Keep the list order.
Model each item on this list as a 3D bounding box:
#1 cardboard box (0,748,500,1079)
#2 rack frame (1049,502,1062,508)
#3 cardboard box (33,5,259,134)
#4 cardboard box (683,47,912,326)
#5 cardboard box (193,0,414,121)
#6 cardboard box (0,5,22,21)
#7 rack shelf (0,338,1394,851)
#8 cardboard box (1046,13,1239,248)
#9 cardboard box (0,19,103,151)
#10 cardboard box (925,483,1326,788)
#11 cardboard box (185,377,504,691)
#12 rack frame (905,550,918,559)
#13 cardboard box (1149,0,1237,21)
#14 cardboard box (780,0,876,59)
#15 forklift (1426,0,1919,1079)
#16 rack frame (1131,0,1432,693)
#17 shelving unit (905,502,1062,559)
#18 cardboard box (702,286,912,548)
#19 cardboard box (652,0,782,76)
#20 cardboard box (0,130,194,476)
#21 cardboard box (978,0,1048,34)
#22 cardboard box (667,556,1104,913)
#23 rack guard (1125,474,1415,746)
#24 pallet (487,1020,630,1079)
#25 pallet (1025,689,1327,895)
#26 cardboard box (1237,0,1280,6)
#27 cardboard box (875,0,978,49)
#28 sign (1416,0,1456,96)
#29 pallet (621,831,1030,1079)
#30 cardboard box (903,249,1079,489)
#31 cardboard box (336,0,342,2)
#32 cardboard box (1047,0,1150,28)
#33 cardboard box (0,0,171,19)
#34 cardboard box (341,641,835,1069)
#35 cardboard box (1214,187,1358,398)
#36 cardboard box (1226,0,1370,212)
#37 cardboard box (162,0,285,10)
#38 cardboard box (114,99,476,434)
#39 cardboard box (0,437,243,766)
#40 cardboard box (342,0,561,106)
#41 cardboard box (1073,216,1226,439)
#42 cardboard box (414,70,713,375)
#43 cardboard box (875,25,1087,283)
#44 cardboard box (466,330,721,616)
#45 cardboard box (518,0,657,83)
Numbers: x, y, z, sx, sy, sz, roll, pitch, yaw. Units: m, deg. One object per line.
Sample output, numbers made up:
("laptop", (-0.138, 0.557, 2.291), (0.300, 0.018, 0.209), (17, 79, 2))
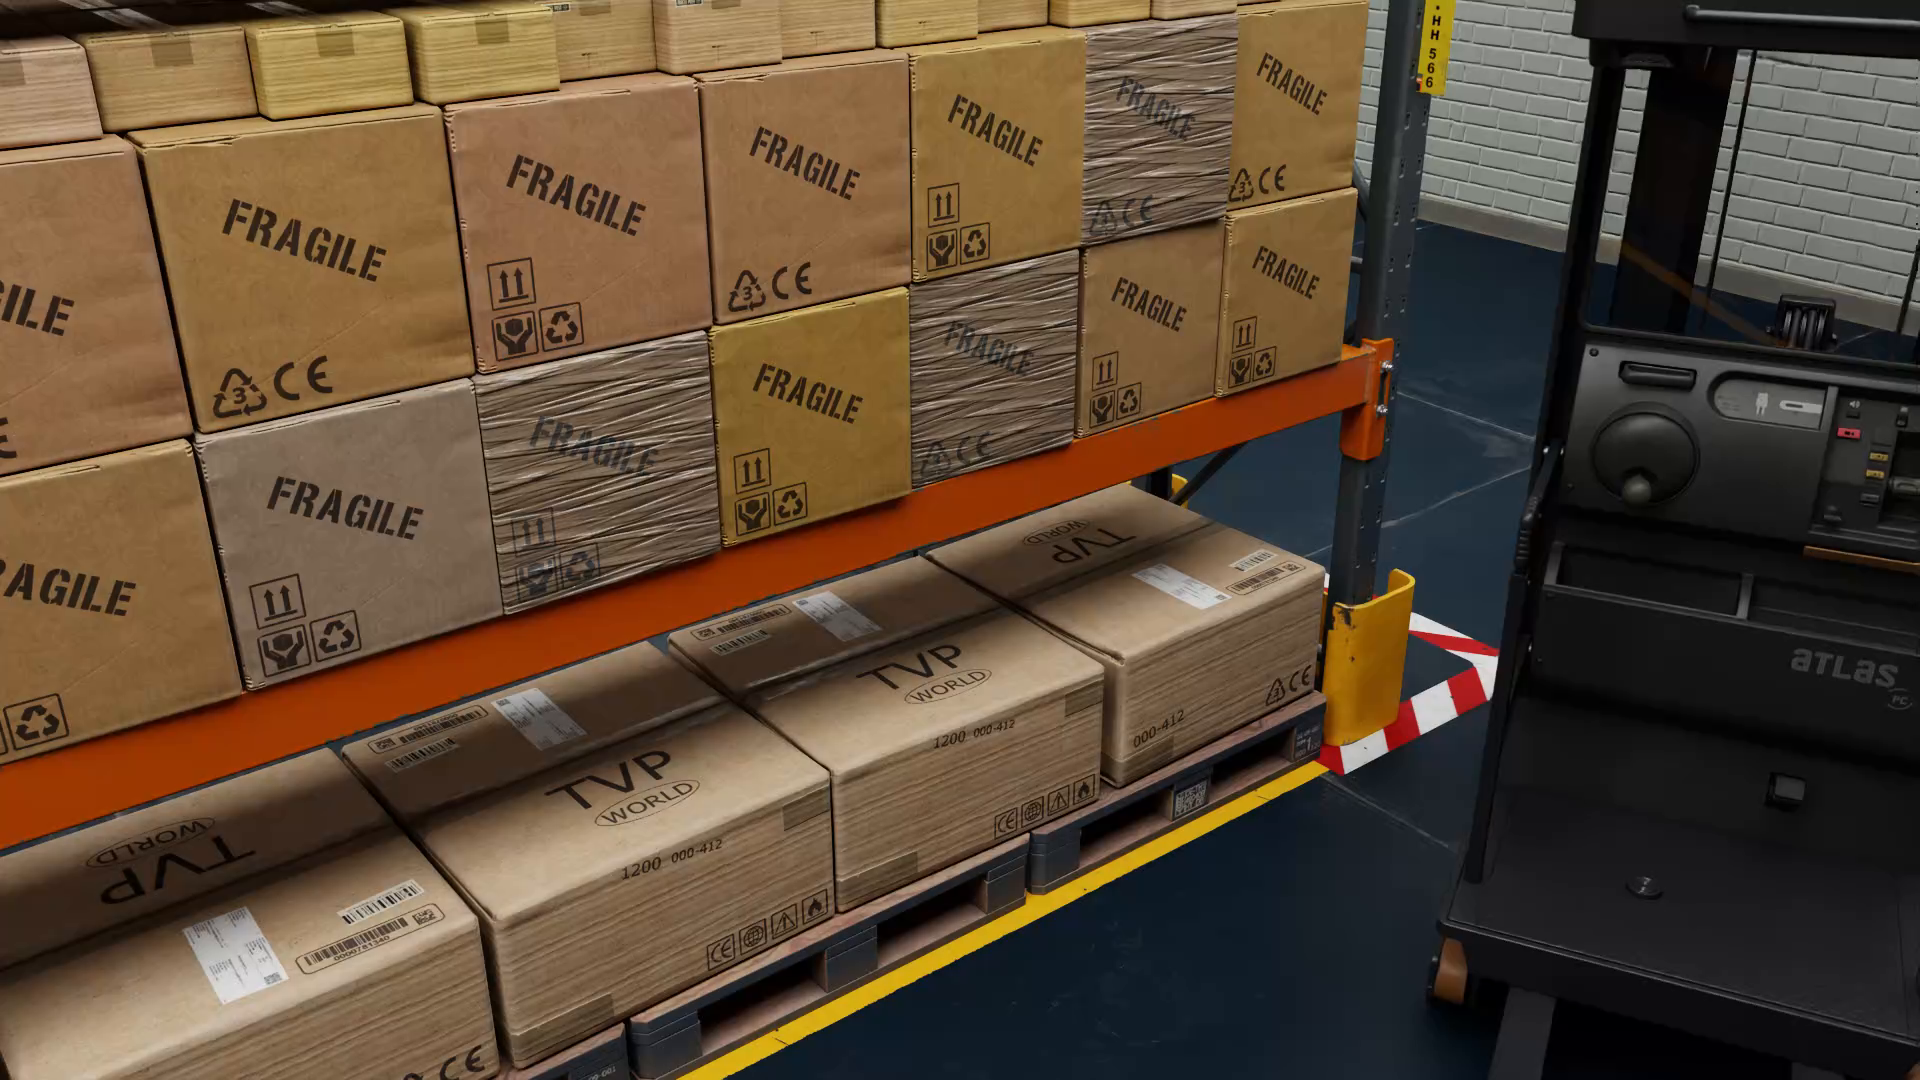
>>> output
("cardboard box", (-1.628, 0.963, 3.657), (0.875, 0.438, 0.875), (-19, 31, -35))
("rack frame", (0.283, -0.774, 6.635), (0.023, 1.500, 0.400), (-18, 31, -34))
("cardboard box", (-1.413, -0.823, 2.883), (0.250, 0.149, 0.380), (-19, 31, -35))
("cardboard box", (-0.455, -0.812, 3.631), (0.500, 0.500, 0.500), (-19, 31, -34))
("cardboard box", (-1.180, -0.867, 2.978), (0.250, 0.149, 0.380), (-19, 31, -34))
("cardboard box", (-1.868, -0.893, 3.033), (0.250, 0.149, 0.380), (-17, 30, -33))
("rack shelf", (-0.615, -0.075, 4.202), (4.000, 0.370, 1.077), (-18, 31, -34))
("cardboard box", (0.333, -1.070, 4.185), (0.500, 0.500, 0.500), (-18, 30, -34))
("cardboard box", (-1.588, -0.742, 2.710), (0.250, 0.149, 0.380), (-18, 30, -33))
("cardboard box", (0.501, 0.256, 5.180), (0.875, 0.438, 0.875), (-19, 31, -36))
("cardboard box", (-1.259, -0.091, 3.265), (0.500, 0.500, 0.500), (-18, 30, -34))
("rack frame", (-0.293, -0.583, 6.226), (0.023, 1.500, 0.400), (-18, 31, -34))
("cardboard box", (0.464, -1.385, 4.095), (0.250, 0.149, 0.380), (-19, 31, -35))
("cardboard box", (-0.388, -1.142, 3.571), (0.250, 0.149, 0.380), (-17, 30, -32))
("forklift", (1.824, -0.185, 3.668), (1.130, 2.935, 3.031), (11, 27, 22))
("rack frame", (0.959, -0.920, 5.170), (0.127, 3.000, 1.000), (-18, 31, -34))
("shelving unit", (-0.005, -0.679, 6.431), (0.755, 1.500, 0.431), (-18, 31, -34))
("cardboard box", (-0.459, -0.352, 3.827), (0.500, 0.500, 0.500), (-17, 30, -33))
("cardboard box", (-0.570, -1.060, 3.394), (0.250, 0.149, 0.380), (-18, 30, -34))
("cardboard box", (-1.664, -0.424, 2.793), (0.500, 0.500, 0.500), (-18, 30, -34))
("cardboard box", (-0.009, -1.289, 3.887), (0.250, 0.149, 0.380), (-19, 31, -34))
("cardboard box", (-0.214, 0.496, 4.662), (0.875, 0.438, 0.875), (-17, 30, -33))
("rack guard", (0.978, 0.207, 5.710), (0.348, 0.500, 1.175), (-18, 31, -34))
("pallet", (-1.542, 1.212, 3.888), (1.213, 0.211, 1.003), (-18, 31, -34))
("pallet", (0.378, 0.578, 5.254), (1.213, 0.211, 1.003), (-18, 31, -34))
("cardboard box", (0.615, -1.480, 4.299), (0.250, 0.149, 0.380), (-18, 30, -33))
("cardboard box", (-0.170, -1.204, 3.705), (0.250, 0.149, 0.380), (-17, 30, -33))
("sign", (1.283, -1.370, 4.482), (0.005, 0.325, 0.100), (-18, 31, -34))
("pallet", (-0.581, 0.893, 4.575), (1.213, 0.211, 1.003), (-18, 31, -34))
("cardboard box", (-0.060, -0.491, 4.125), (0.500, 0.500, 0.500), (-17, 30, -33))
("cardboard box", (-1.303, -1.103, 3.486), (0.250, 0.149, 0.380), (-19, 31, -34))
("cardboard box", (0.240, -1.333, 3.983), (0.250, 0.149, 0.380), (-17, 30, -33))
("cardboard box", (-1.666, -0.954, 3.165), (0.250, 0.149, 0.380), (-18, 31, -34))
("cardboard box", (-0.924, 0.730, 4.159), (0.875, 0.438, 0.875), (-19, 31, -35))
("cardboard box", (0.743, -0.753, 4.690), (0.500, 0.500, 0.500), (-18, 30, -34))
("cardboard box", (0.727, -1.215, 4.499), (0.500, 0.500, 0.500), (-17, 30, -32))
("cardboard box", (-1.478, -1.026, 3.320), (0.250, 0.149, 0.380), (-19, 31, -34))
("cardboard box", (-1.263, -0.553, 3.072), (0.500, 0.500, 0.500), (-19, 31, -35))
("cardboard box", (-1.658, 0.038, 2.986), (0.500, 0.500, 0.500), (-17, 30, -32))
("cardboard box", (-0.953, -0.927, 3.106), (0.250, 0.149, 0.380), (-19, 31, -35))
("cardboard box", (0.339, -0.627, 4.420), (0.500, 0.500, 0.500), (-19, 31, -35))
("cardboard box", (-0.853, -0.682, 3.350), (0.500, 0.500, 0.500), (-18, 30, -33))
("cardboard box", (-0.058, -0.942, 3.911), (0.500, 0.500, 0.500), (-18, 31, -34))
("cardboard box", (-0.864, -0.218, 3.539), (0.500, 0.500, 0.500), (-18, 30, -34))
("cardboard box", (-0.806, -1.019, 3.305), (0.250, 0.149, 0.380), (-18, 31, -34))
